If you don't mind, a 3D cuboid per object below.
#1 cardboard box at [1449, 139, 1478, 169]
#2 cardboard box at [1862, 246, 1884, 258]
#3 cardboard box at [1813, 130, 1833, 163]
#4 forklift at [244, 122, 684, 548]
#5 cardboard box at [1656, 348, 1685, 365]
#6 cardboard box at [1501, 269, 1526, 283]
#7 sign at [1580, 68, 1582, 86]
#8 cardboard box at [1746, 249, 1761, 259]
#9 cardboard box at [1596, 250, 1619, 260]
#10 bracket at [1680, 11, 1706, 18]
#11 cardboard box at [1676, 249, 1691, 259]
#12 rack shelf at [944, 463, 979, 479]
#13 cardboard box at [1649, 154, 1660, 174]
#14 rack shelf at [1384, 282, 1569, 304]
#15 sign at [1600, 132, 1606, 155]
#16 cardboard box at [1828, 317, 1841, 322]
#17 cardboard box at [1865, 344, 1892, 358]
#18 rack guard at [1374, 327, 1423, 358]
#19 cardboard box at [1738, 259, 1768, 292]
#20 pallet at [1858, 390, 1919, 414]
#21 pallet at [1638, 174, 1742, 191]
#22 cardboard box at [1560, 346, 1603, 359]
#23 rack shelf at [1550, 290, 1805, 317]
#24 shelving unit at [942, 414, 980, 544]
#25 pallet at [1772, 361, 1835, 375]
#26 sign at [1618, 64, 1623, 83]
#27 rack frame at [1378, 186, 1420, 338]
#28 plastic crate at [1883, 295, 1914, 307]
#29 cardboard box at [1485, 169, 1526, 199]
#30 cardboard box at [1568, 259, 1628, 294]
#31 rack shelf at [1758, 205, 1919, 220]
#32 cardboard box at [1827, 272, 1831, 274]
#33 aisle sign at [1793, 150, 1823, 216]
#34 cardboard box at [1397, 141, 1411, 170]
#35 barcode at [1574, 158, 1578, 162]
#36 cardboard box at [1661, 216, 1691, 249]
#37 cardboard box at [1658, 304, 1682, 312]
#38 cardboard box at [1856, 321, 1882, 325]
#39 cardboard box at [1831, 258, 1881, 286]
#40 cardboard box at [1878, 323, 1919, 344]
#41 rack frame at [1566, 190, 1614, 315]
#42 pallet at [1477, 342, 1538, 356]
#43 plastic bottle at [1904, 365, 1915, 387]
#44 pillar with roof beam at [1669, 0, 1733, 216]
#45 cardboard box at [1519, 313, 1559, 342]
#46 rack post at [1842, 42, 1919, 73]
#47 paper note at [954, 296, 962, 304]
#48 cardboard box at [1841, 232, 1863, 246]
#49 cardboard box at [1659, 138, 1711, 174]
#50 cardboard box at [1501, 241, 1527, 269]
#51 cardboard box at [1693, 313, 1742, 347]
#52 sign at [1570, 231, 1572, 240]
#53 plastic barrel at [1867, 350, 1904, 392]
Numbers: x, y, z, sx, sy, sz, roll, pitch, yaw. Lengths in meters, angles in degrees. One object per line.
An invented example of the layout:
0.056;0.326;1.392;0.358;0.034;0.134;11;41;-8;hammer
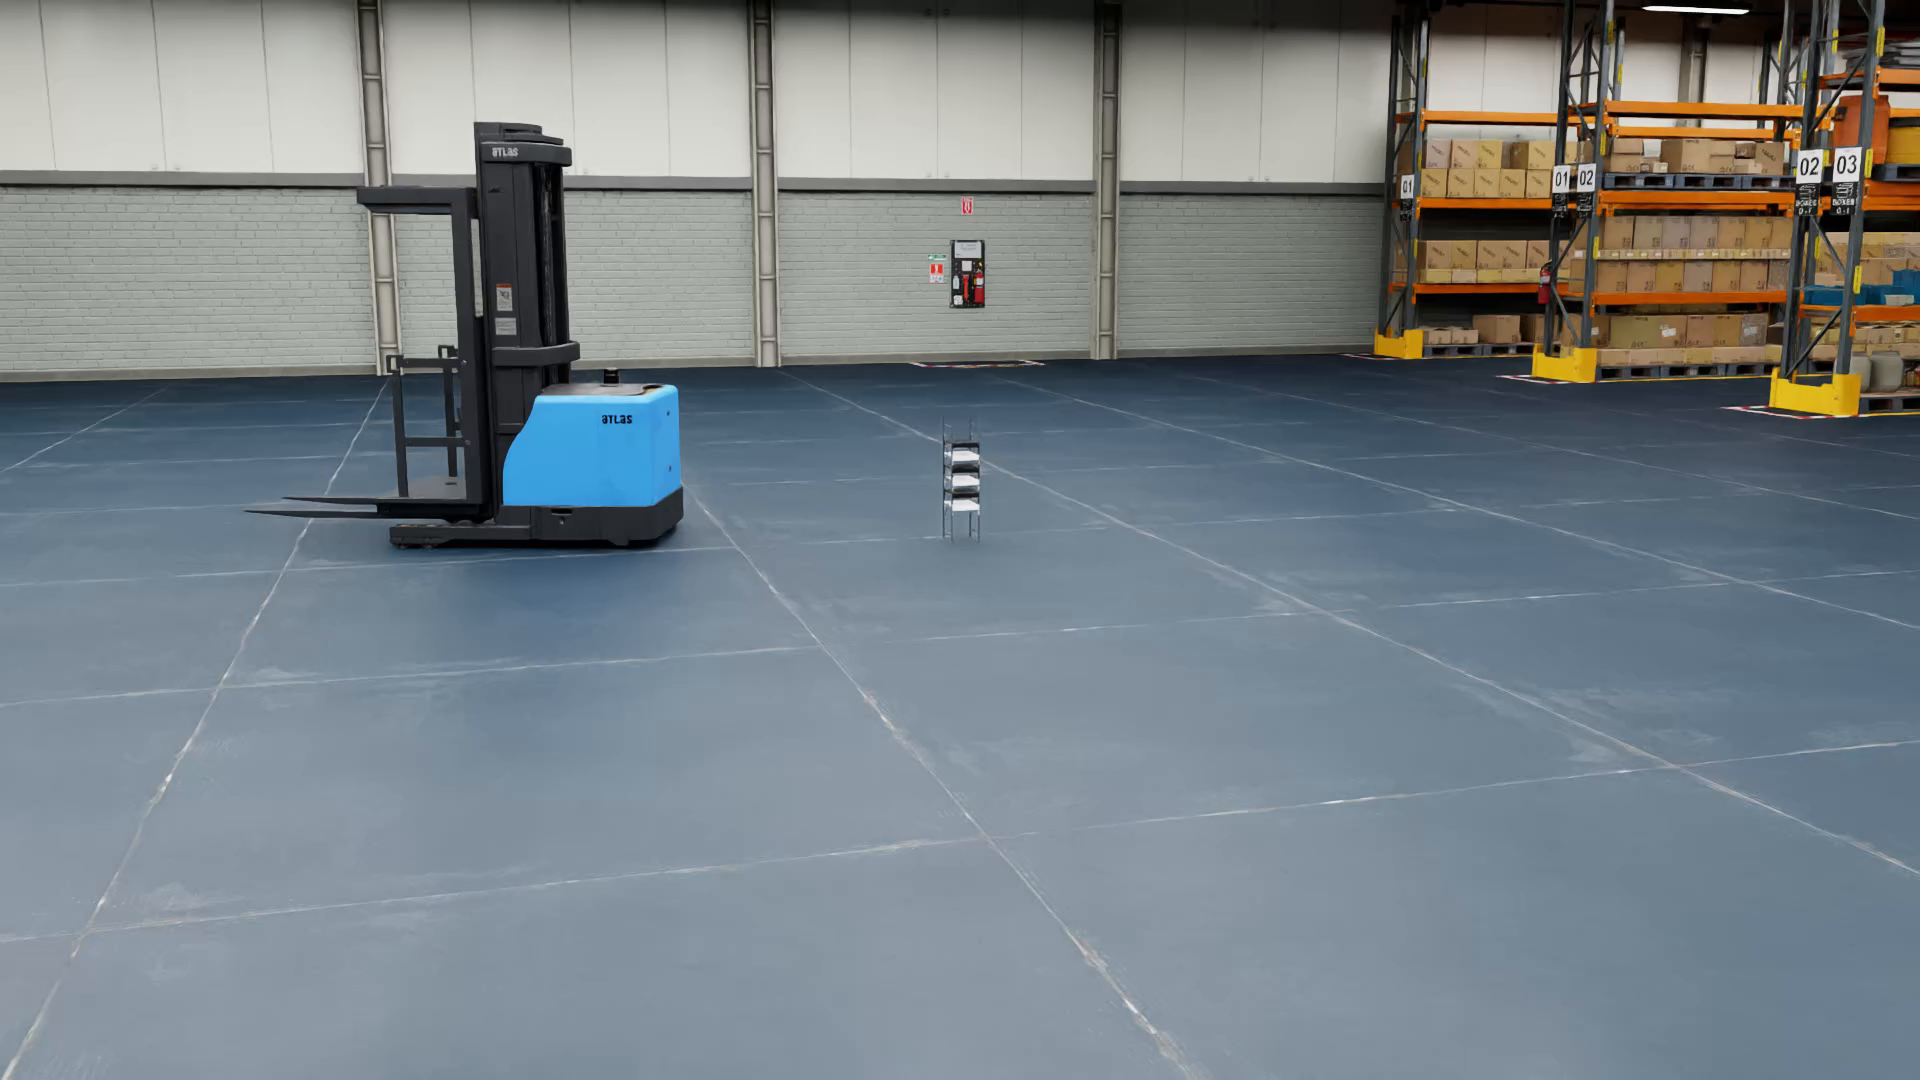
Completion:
8.806;-6.831;29.489;0.500;0.500;0.500;-3;11;-17;cardboard box
17.572;-5.479;32.369;0.500;0.500;0.500;-3;11;-14;cardboard box
13.705;-6.154;26.086;0.500;0.500;0.500;-3;11;-15;cardboard box
-3.625;-1.478;11.978;3.031;2.935;1.130;1;10;3;forklift
10.797;-2.844;25.645;0.500;0.250;0.500;-3;11;-16;cardboard box
9.901;-4.795;30.168;0.500;0.250;0.500;-3;11;-15;cardboard box
11.553;-8.597;30.875;0.005;0.325;0.100;-3;11;-16;sign
12.160;-4.430;25.759;0.250;0.149;0.380;-3;11;-16;cardboard box
9.698;-4.301;25.055;0.250;0.149;0.380;-3;11;-16;cardboard box
13.765;-9.938;31.235;0.430;0.232;0.235;-3;11;-16;bracket
10.934;-4.366;25.411;0.250;0.149;0.380;-3;11;-17;cardboard box
0.008;-0.499;11.957;0.200;0.077;0.258;-3;11;-16;rack shelf
10.827;-5.789;25.623;0.500;0.311;0.500;-2;11;-9;cardboard box
9.793;-4.558;30.510;4.000;0.370;1.077;-3;11;-16;rack shelf
9.410;-5.797;24.335;0.005;0.325;0.100;-3;11;-16;sign
17.140;-4.423;32.564;0.750;0.750;0.750;-3;11;-16;cardboard box
14.546;-3.036;26.690;0.500;0.250;0.500;-3;11;-18;cardboard box
7.946;-3.586;30.142;0.348;0.500;1.175;-3;11;-16;rack guard
12.173;-4.150;26.030;0.500;0.500;0.700;-3;11;-17;cardboard box
11.483;-1.770;21.076;1.213;0.211;1.003;-3;11;-16;pallet
11.121;-5.475;25.464;1.213;0.211;1.003;-3;11;-16;pallet
9.693;-2.883;25.856;0.500;0.250;0.500;-3;11;-16;cardboard box
11.181;-3.697;25.833;4.000;0.370;1.077;-3;11;-16;rack shelf
0.008;-0.443;11.967;0.210;0.900;0.258;-3;11;-16;shelving unit
13.798;-2.825;26.810;1.213;0.211;1.003;-3;11;-16;pallet
11.847;-8.367;29.842;0.005;0.325;0.100;-3;11;-16;sign
7.873;-4.811;29.895;0.127;3.000;1.000;-3;11;-16;rack frame
11.591;-2.948;20.506;0.250;0.136;0.298;-3;11;-16;plastic crate
9.795;-6.397;29.896;0.500;0.500;0.500;-2;11;-12;cardboard box
9.713;-4.021;25.326;0.500;0.500;0.700;-3;11;-16;cardboard box
17.474;-6.438;32.437;4.000;0.370;1.077;-3;11;-16;rack shelf
16.665;-5.123;32.226;0.250;0.149;0.380;-3;11;-17;cardboard box
10.490;-4.415;20.565;0.004;0.787;0.394;-3;11;-16;aisle sign
8.214;-6.904;29.887;0.500;0.500;0.500;-3;11;-13;cardboard box
9.416;-5.810;25.433;0.075;0.075;0.001;-3;11;-16;barcode
10.751;-4.715;25.512;0.500;0.500;0.700;-3;11;-16;cardboard box
13.336;-4.459;31.602;0.500;0.250;0.500;-3;11;-18;cardboard box
14.871;-3.430;27.279;0.500;0.311;0.500;-3;11;-17;cardboard box
14.349;-4.264;26.649;0.500;0.500;0.500;-2;11;-12;cardboard box
15.044;-3.338;26.780;0.500;0.311;0.500;-3;11;-14;cardboard box
11.713;-5.013;30.994;0.127;3.000;1.000;-3;11;-16;rack frame
9.905;-3.540;30.690;1.213;0.211;1.003;-3;11;-16;pallet
12.390;-2.148;21.714;0.133;0.283;0.061;-3;11;-15;plastic bottle
15.267;-7.503;27.945;0.548;9.000;9.100;-3;11;-16;pillar with roof beam
10.728;-3.941;30.858;0.500;0.500;0.500;-4;11;-20;cardboard box
11.403;-5.810;20.130;0.954;0.300;0.937;-2;11;-10;rack post
-0.030;-4.145;28.708;0.142;0.148;0.016;-3;11;-16;paper note
17.057;-5.821;32.159;0.500;0.250;0.500;-3;11;-16;cardboard box
10.932;-5.786;25.085;0.500;0.500;0.500;-3;11;-16;cardboard box
9.883;-5.164;30.102;0.500;0.500;0.500;-3;11;-14;cardboard box
11.755;-3.265;25.860;0.500;0.500;0.500;-3;11;-16;cardboard box
11.555;-5.679;31.413;0.005;0.325;0.100;-3;11;-16;sign
11.734;-2.144;21.118;0.421;0.512;0.421;0;10;0;plastic barrel
